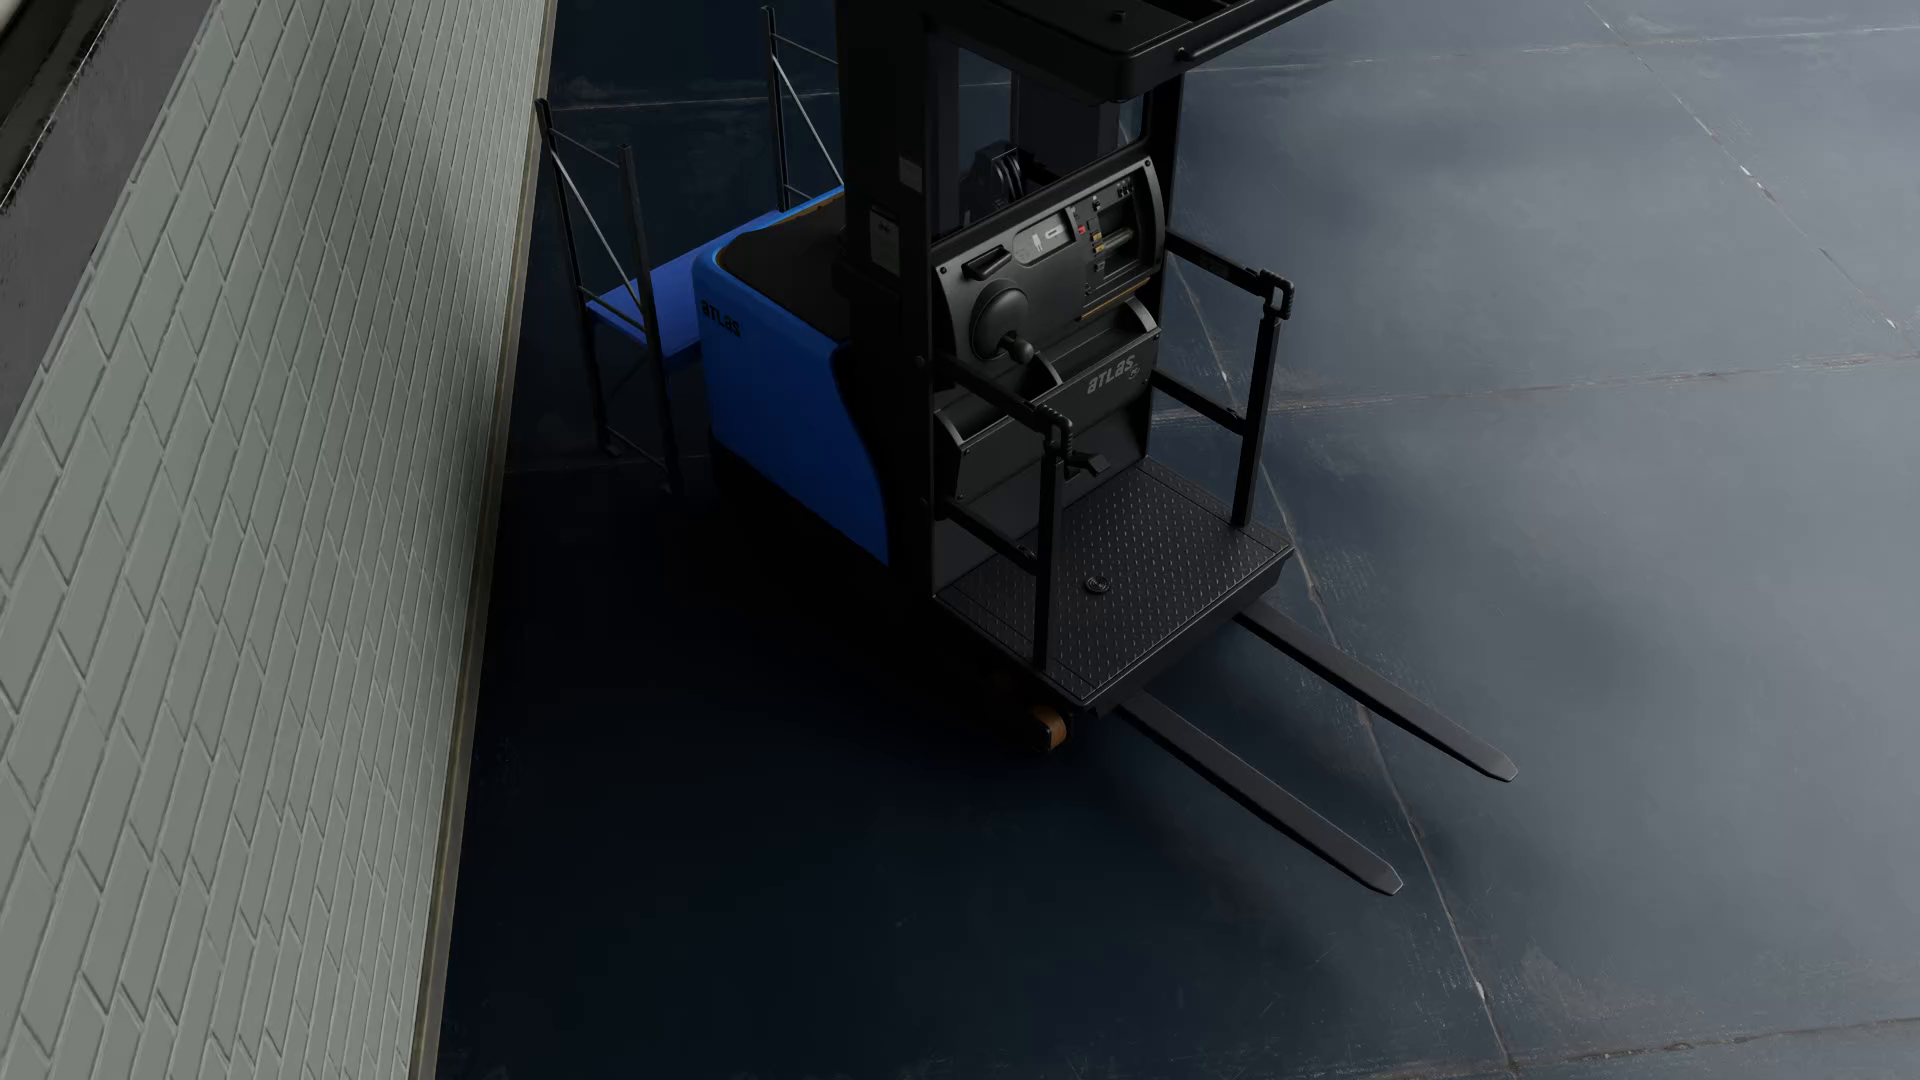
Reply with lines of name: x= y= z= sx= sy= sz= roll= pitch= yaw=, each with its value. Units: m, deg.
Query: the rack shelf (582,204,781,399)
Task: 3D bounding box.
rack shelf: x=-0.906 y=-0.944 z=6.443 sx=0.538 sy=0.185 sz=1.000 roll=33 pitch=51 yaw=31

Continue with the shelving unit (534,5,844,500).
shelving unit: x=-0.907 y=-1.078 z=6.323 sx=0.538 sy=1.500 sz=1.048 roll=33 pitch=51 yaw=31

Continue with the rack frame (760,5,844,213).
rack frame: x=-0.553 y=-1.323 z=6.594 sx=0.500 sy=1.500 sz=0.032 roll=33 pitch=51 yaw=31

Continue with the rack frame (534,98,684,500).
rack frame: x=-1.260 y=-0.833 z=6.051 sx=0.500 sy=1.500 sz=0.032 roll=33 pitch=51 yaw=31

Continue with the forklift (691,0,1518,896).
forklift: x=0.435 y=-0.785 z=4.932 sx=1.130 sy=2.935 sz=3.031 roll=-33 pitch=51 yaw=-31
